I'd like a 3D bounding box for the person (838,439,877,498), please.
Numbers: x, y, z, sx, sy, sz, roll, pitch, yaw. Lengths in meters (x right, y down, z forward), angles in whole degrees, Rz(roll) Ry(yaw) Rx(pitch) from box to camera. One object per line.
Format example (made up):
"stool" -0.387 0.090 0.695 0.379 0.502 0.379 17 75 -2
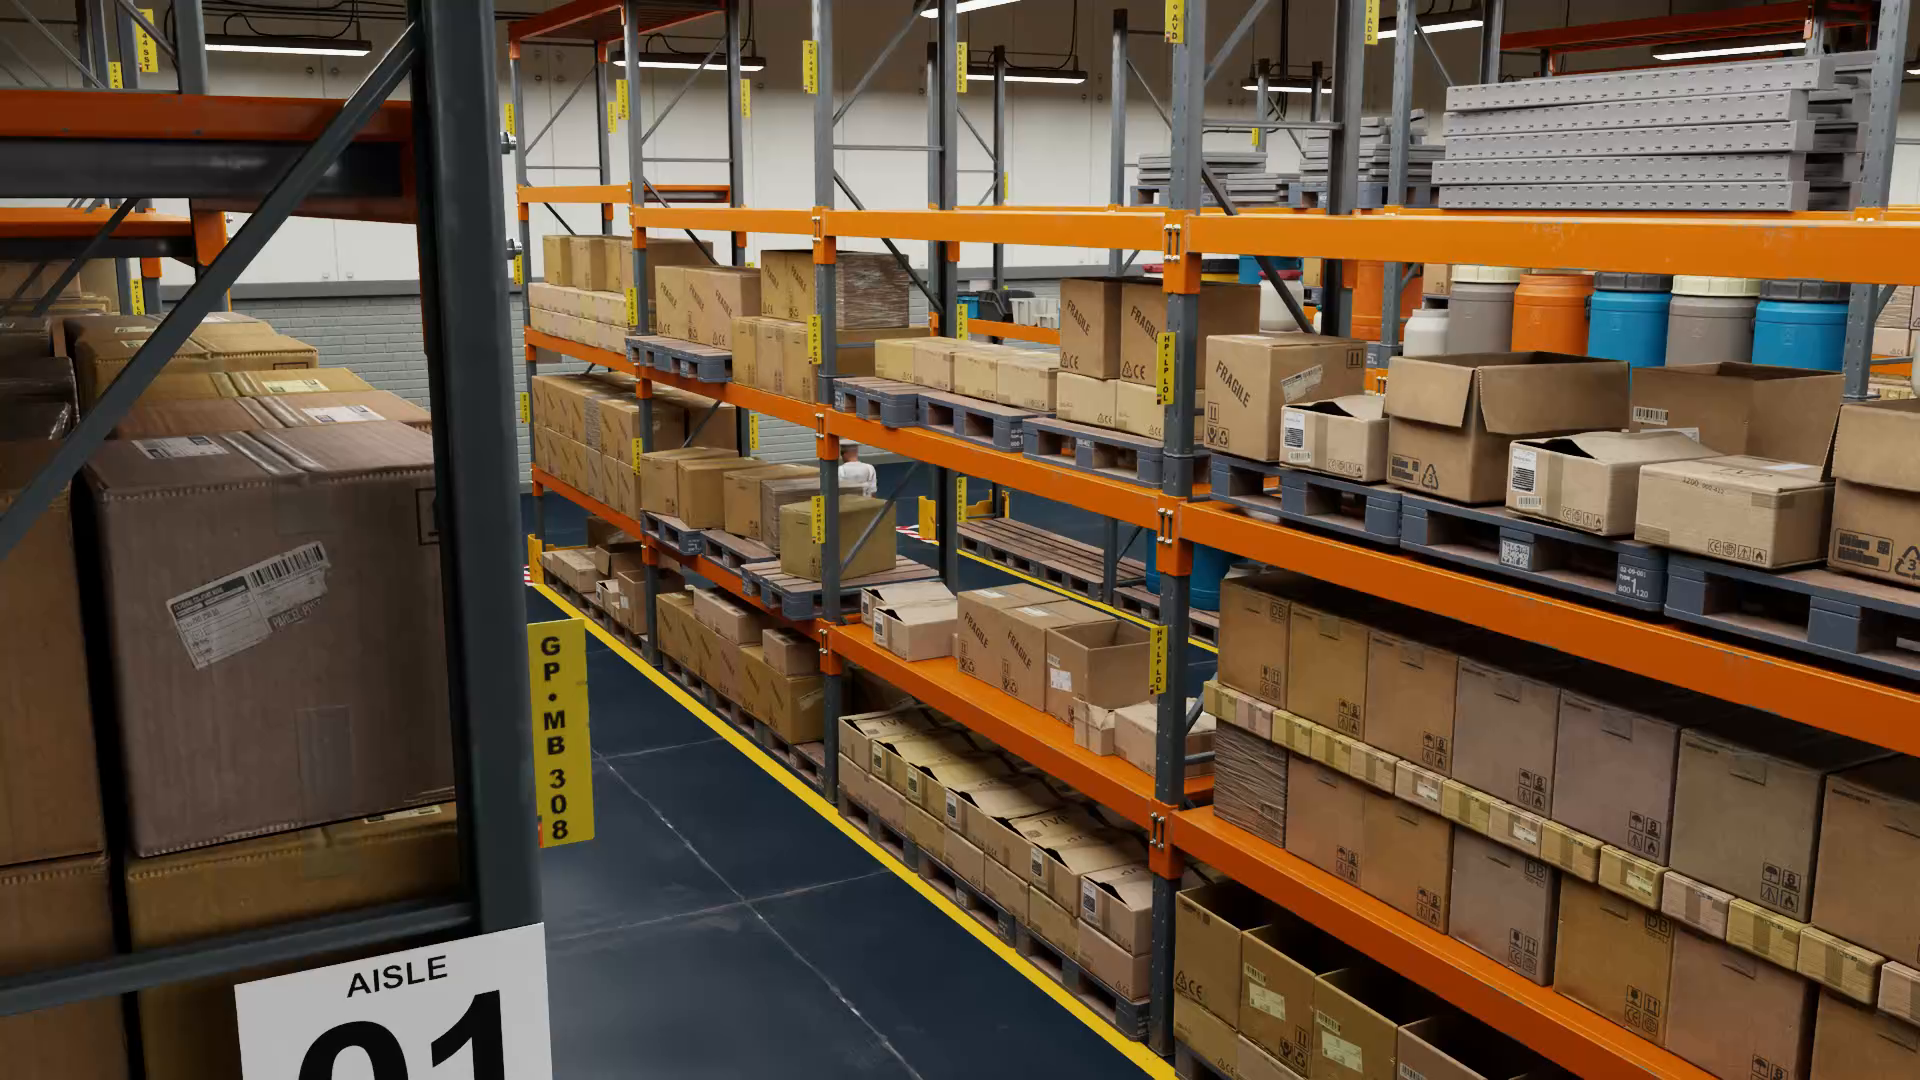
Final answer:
"person" -1.138 -0.187 17.386 0.530 1.740 0.391 -6 13 -27
